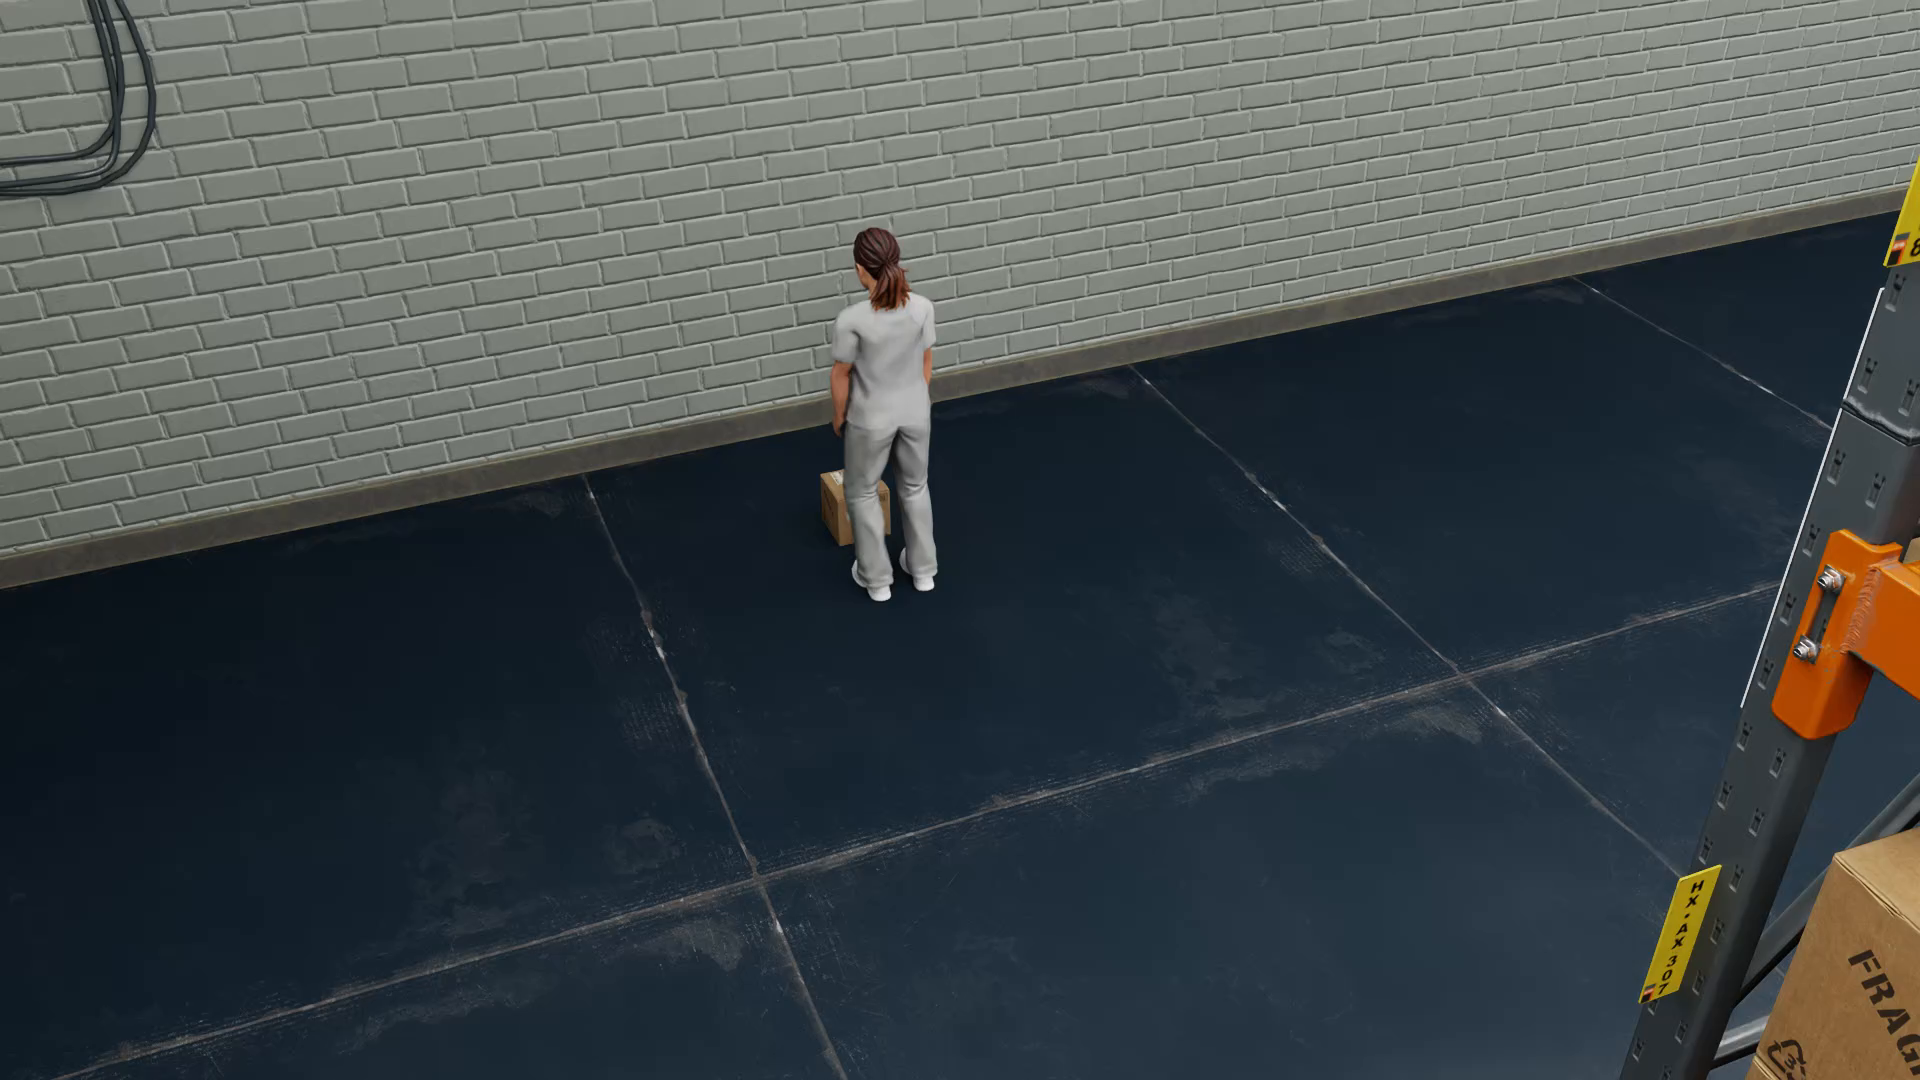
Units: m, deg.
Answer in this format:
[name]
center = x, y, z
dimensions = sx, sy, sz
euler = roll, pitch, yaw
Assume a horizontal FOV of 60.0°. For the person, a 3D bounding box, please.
[person]
center = -0.313, -0.497, 6.905
dimensions = 0.447, 1.665, 0.353
euler = -12, 36, -18
